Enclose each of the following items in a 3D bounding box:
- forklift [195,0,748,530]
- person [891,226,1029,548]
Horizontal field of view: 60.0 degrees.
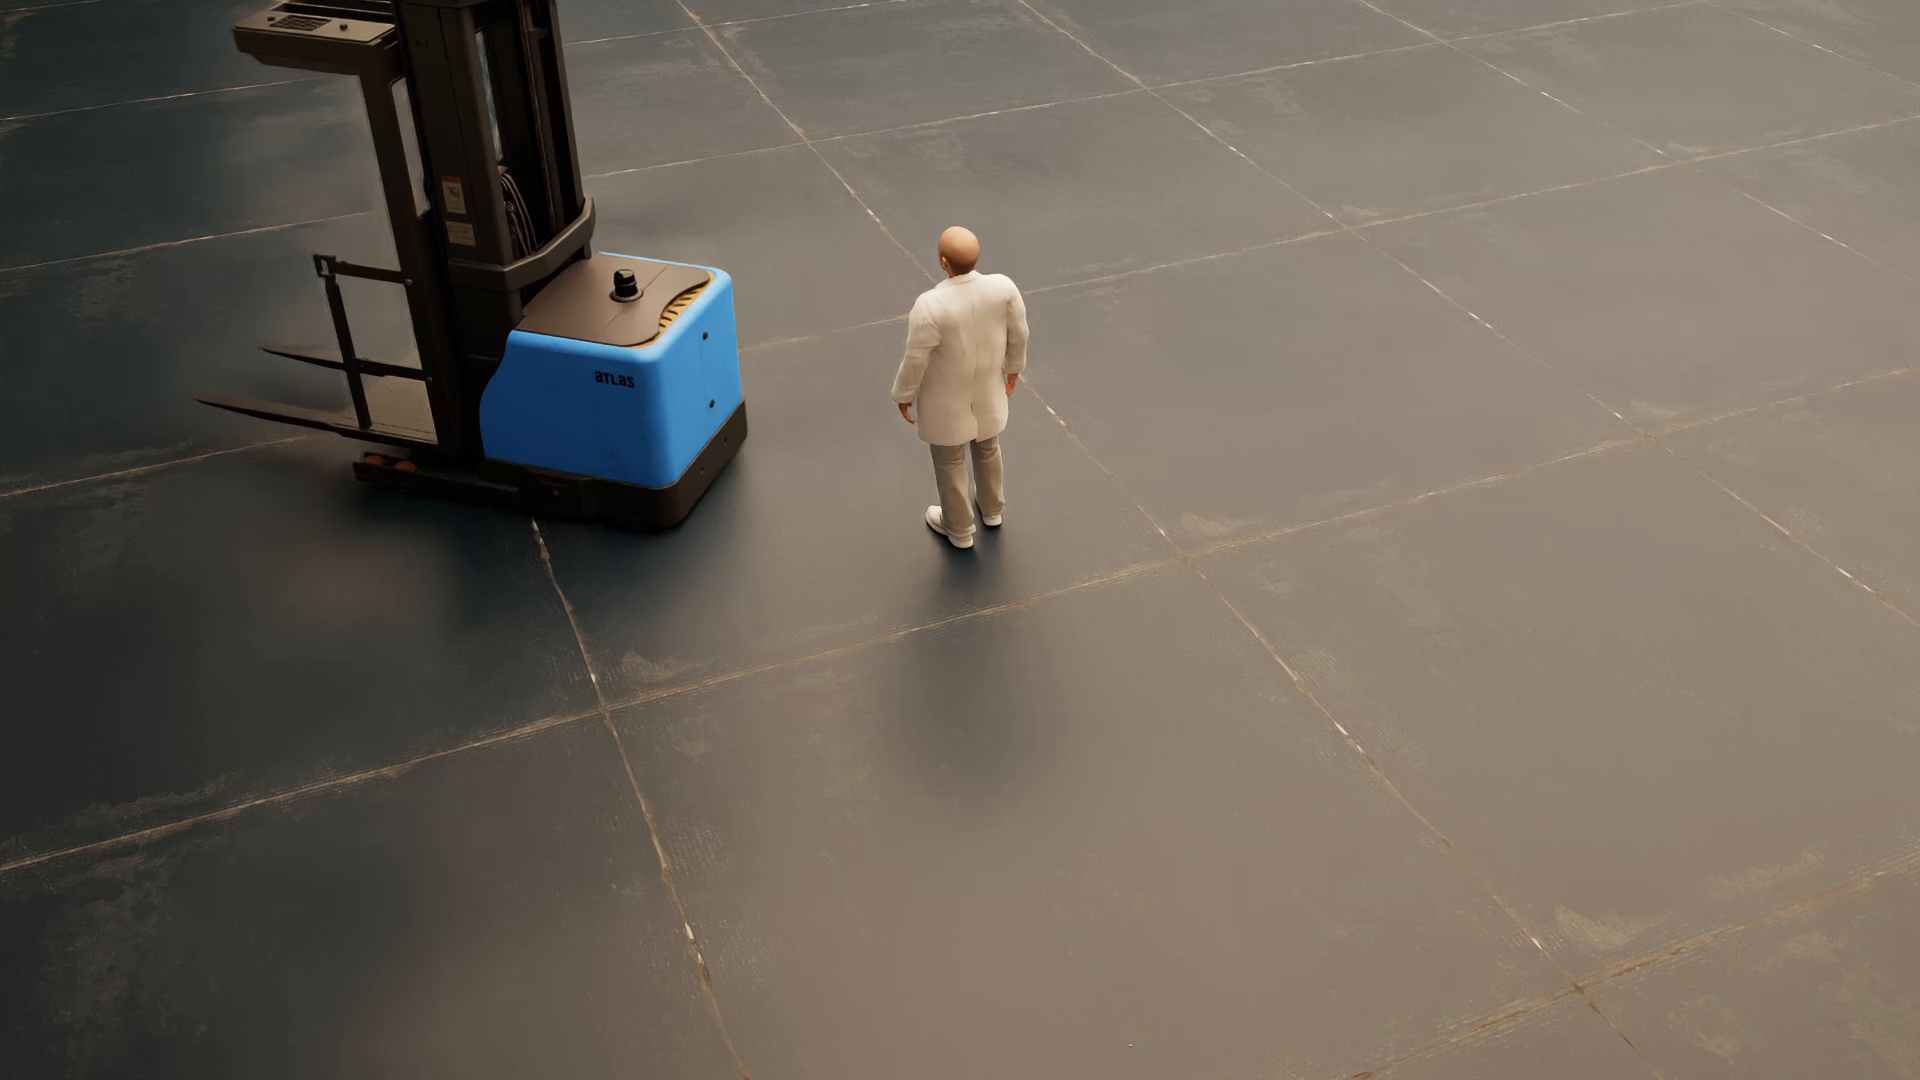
[{"bbox_3d":[-2.766,-1.735,8.539,3.031,2.935,1.130,10,37,14],"label":"forklift"},{"bbox_3d":[-0.033,-0.780,8.178,0.698,1.779,0.577,-14,38,-19],"label":"person"}]
